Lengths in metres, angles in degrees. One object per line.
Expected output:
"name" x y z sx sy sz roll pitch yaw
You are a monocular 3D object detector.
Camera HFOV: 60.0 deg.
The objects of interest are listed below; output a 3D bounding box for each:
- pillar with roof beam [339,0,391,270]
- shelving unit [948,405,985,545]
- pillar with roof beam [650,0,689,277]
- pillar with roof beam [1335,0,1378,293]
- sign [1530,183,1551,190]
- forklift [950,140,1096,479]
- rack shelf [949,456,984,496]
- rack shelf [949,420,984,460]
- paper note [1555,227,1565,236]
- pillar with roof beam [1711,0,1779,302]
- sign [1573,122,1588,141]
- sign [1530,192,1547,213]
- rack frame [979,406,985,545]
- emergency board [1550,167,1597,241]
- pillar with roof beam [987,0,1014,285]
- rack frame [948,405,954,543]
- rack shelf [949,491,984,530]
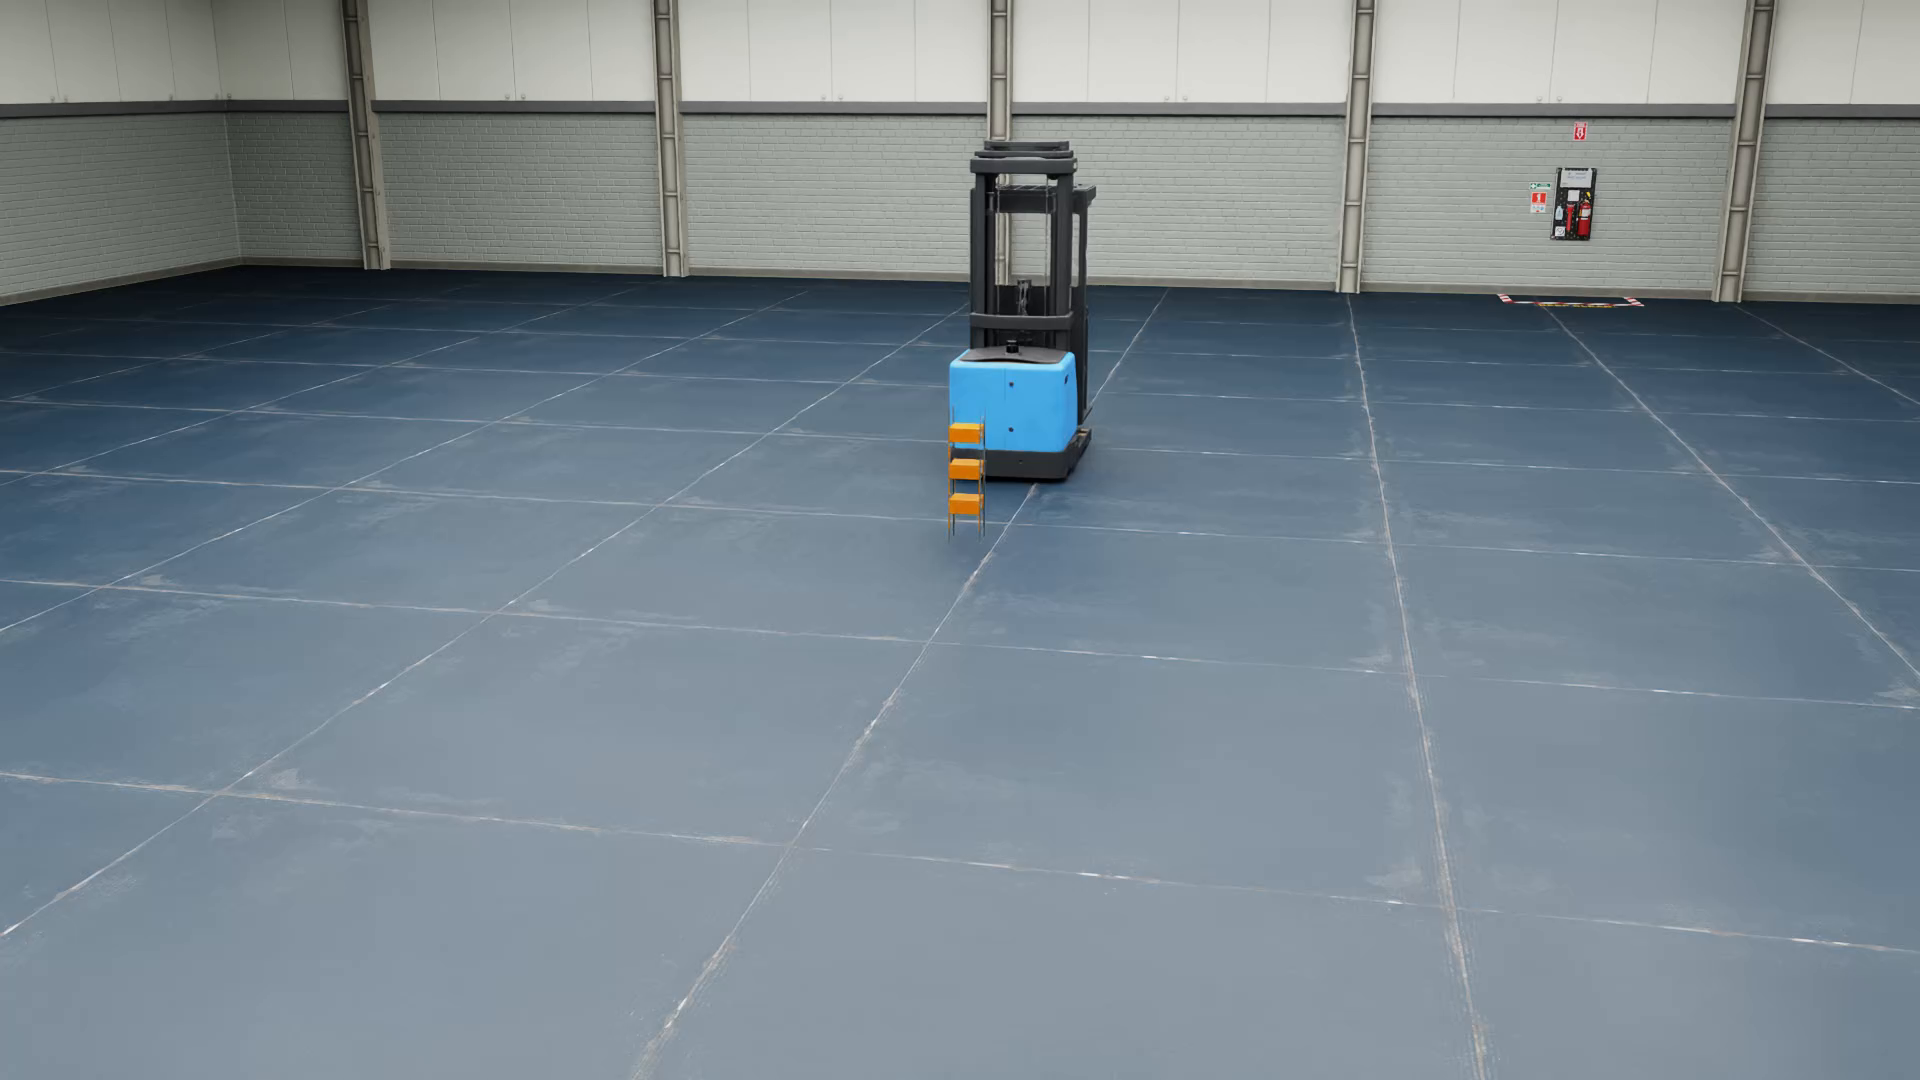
"pillar with roof beam" -11.932 -8.374 26.365 0.400 9.000 9.100 3 16 11
"shelving unit" 0.052 -0.503 12.842 0.252 1.050 0.215 3 16 11
"pillar with roof beam" -6.053 -8.055 25.213 0.400 9.000 9.100 3 16 11
"pillar with roof beam" 5.707 -7.416 22.908 0.400 9.000 9.100 3 16 11
"sign" 9.512 -5.800 27.252 0.331 0.109 0.001 3 16 11
"forklift" 0.683 -2.301 15.808 1.130 2.935 3.031 3 16 11
"rack shelf" 0.052 -0.493 12.844 0.240 0.259 0.215 3 16 11
"rack shelf" 0.052 -0.766 12.769 0.240 0.259 0.215 3 16 11
"paper note" 9.871 -5.077 27.350 0.142 0.148 0.016 3 16 11
"pillar with roof beam" 11.586 -7.097 21.756 0.400 9.000 9.100 3 16 11
"sign" 10.042 -6.617 26.919 0.199 0.298 0.001 3 16 11
"sign" 9.509 -5.547 27.332 0.234 0.329 0.001 3 16 11
"rack frame" 0.172 -0.497 12.818 0.008 1.050 0.200 3 16 11
"emergency board" 10.030 -5.474 27.133 0.643 1.169 0.194 3 16 11
"pillar with roof beam" -0.173 -7.735 24.060 0.400 9.000 9.100 3 16 11
"rack frame" -0.067 -0.510 12.865 0.008 1.050 0.200 3 16 11
"rack shelf" 0.052 -0.225 12.919 0.240 0.259 0.215 3 16 11
